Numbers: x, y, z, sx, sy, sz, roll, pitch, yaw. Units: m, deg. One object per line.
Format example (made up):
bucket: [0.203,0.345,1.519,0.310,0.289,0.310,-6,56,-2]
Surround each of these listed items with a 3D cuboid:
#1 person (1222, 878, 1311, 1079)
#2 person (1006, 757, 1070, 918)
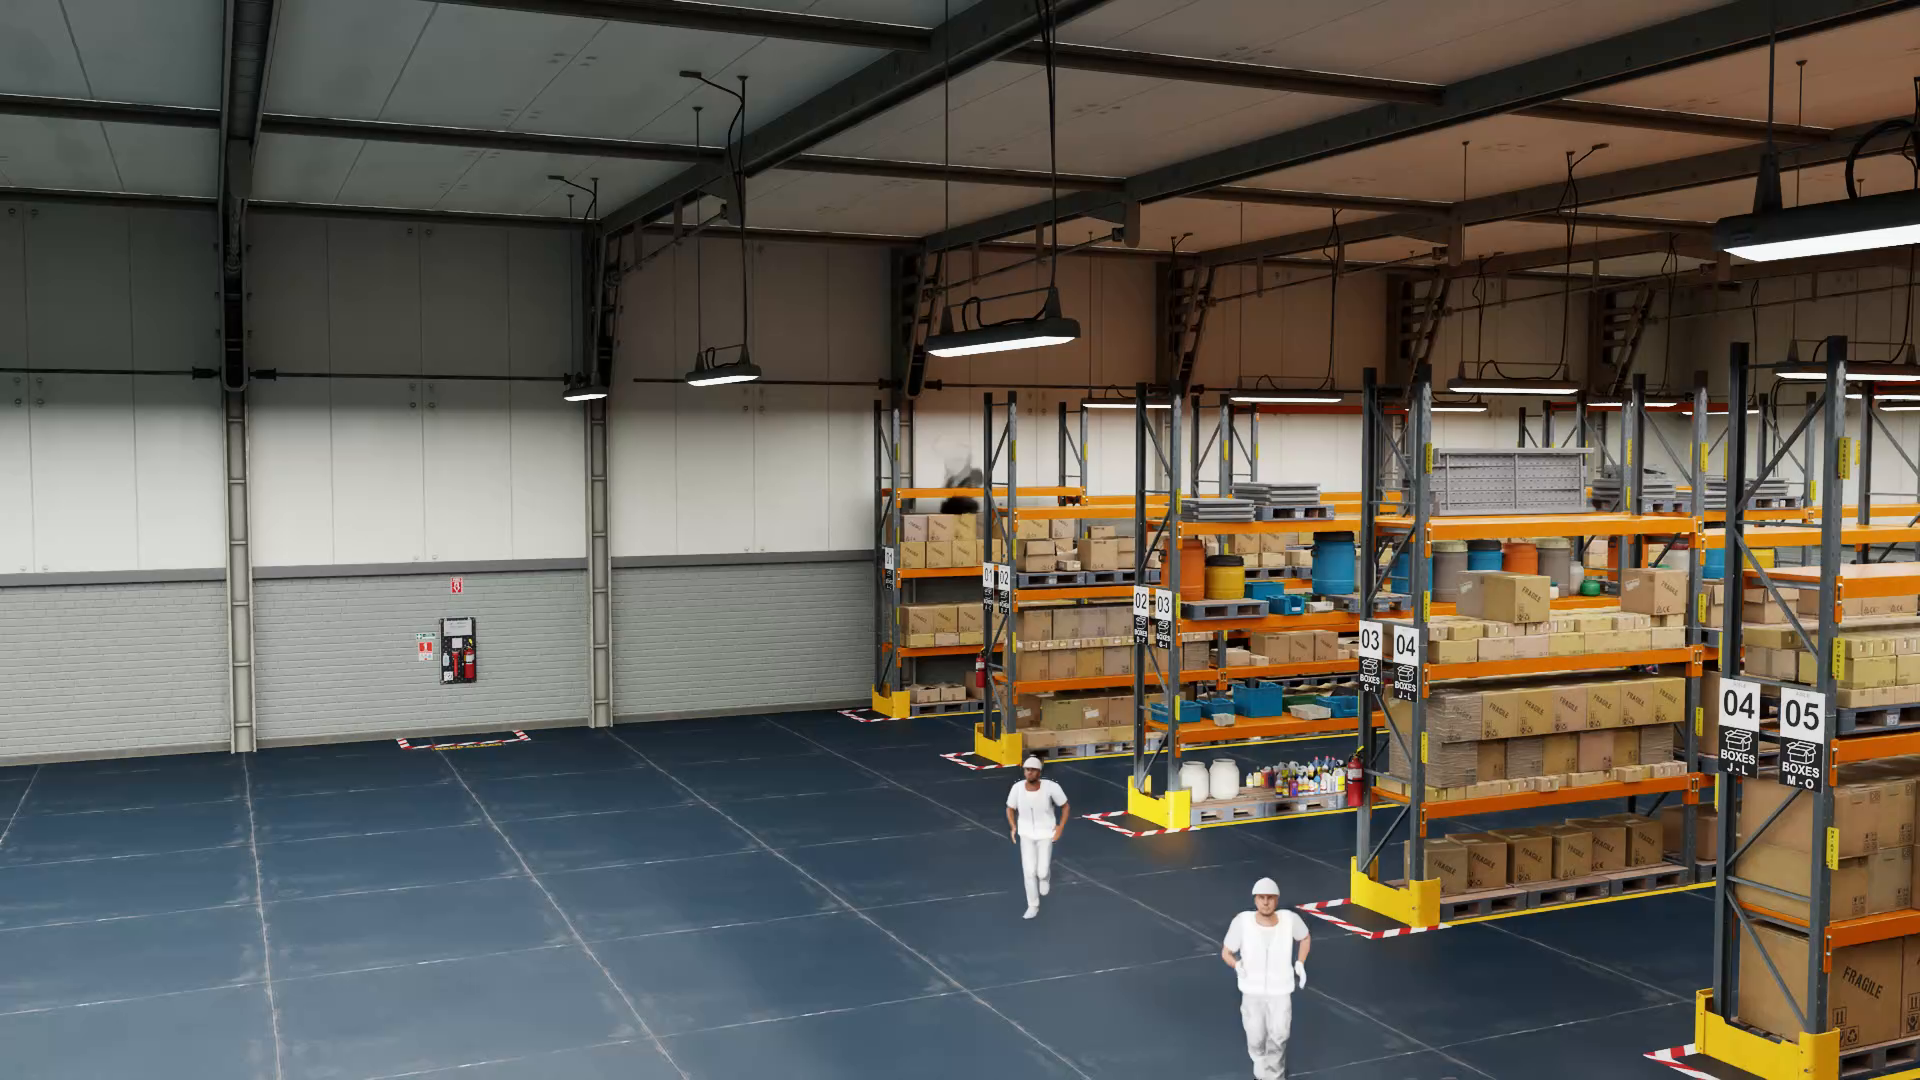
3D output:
person: [2.374,3.508,12.915,0.682,1.792,0.985,1,3,11]
person: [0.859,3.237,18.328,0.701,1.748,0.656,1,3,13]
